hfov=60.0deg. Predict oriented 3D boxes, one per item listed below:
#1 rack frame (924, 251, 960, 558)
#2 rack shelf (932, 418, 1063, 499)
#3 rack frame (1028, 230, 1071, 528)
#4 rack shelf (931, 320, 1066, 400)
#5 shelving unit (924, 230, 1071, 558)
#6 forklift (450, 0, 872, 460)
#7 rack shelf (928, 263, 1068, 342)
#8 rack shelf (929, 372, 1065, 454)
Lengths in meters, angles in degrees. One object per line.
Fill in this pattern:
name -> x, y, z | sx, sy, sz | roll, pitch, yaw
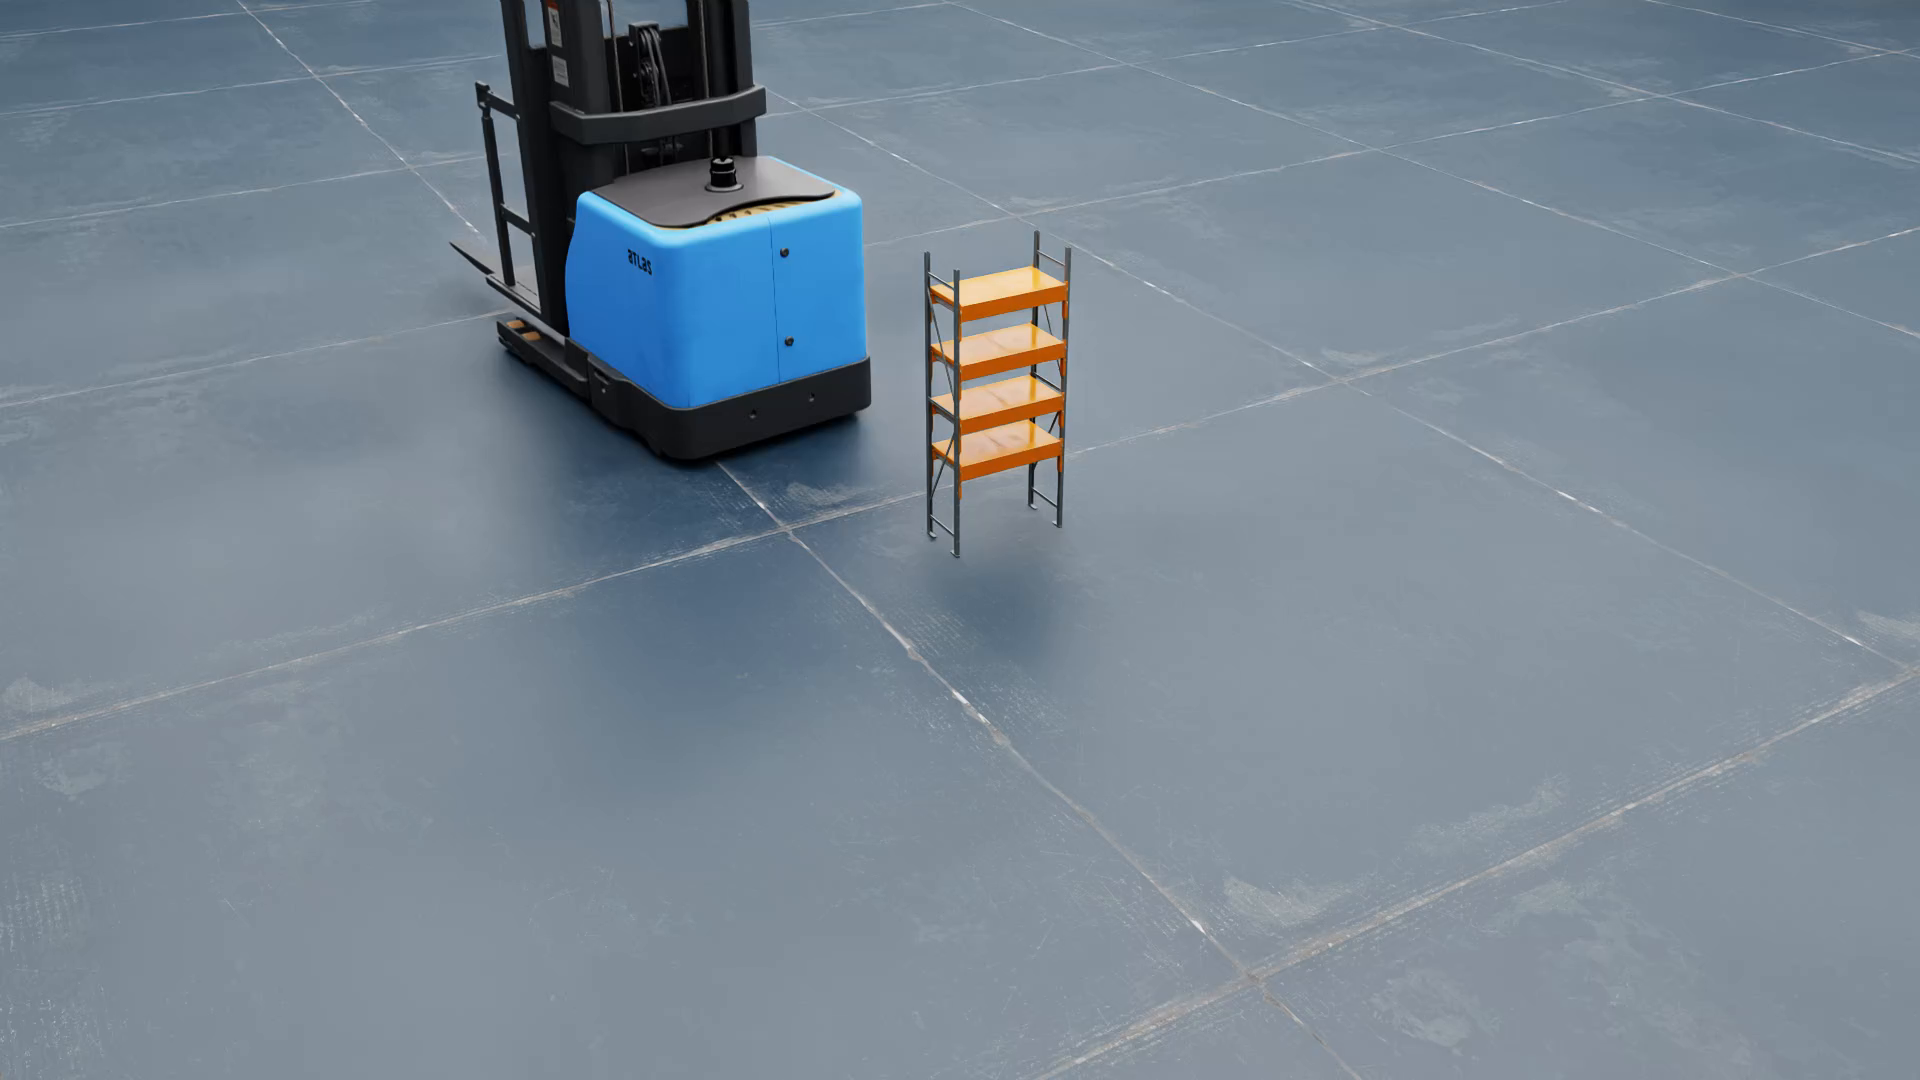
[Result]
rack frame -> -0.068, -0.506, 6.425 | 0.015, 1.200, 0.240 | -16, 33, -26
rack shelf -> 0.143, -0.333, 6.662 | 0.480, 0.148, 0.258 | -16, 33, -26
rack frame -> 0.353, -0.626, 6.642 | 0.015, 1.200, 0.240 | -16, 33, -26
rack shelf -> 0.143, -0.703, 6.458 | 0.480, 0.148, 0.258 | -16, 33, -26
shelving unit -> 0.143, -0.566, 6.534 | 0.503, 1.200, 0.258 | -16, 33, -26
forklift -> -1.697, -2.286, 7.859 | 1.130, 2.935, 3.031 | -20, 35, -32
rack shelf -> 0.143, -0.910, 6.344 | 0.480, 0.148, 0.258 | -16, 33, -26
rack shelf -> 0.143, -0.507, 6.566 | 0.480, 0.148, 0.258 | -16, 33, -26
